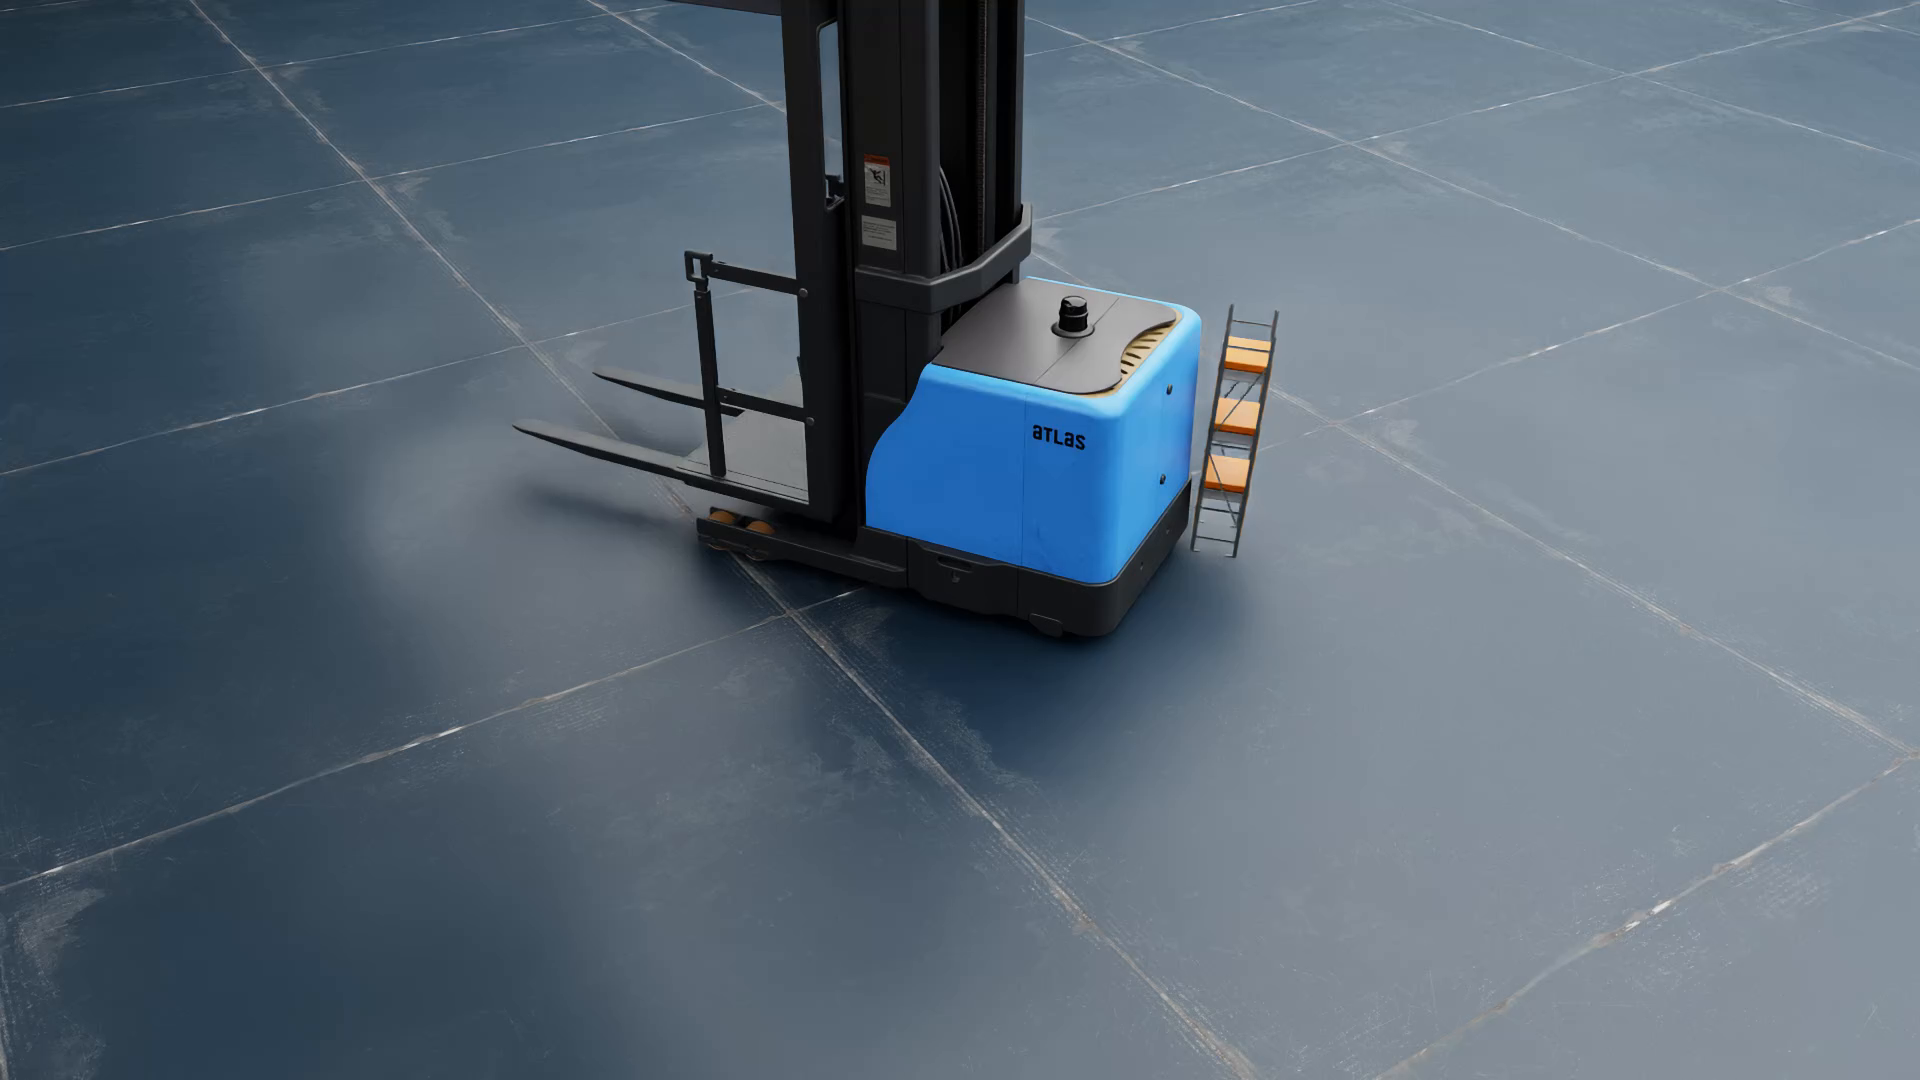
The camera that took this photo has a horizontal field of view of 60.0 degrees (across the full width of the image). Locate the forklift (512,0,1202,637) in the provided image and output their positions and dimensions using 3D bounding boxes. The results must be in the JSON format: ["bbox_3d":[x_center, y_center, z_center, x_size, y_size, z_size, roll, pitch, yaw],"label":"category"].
[{"bbox_3d":[-0.563,-1.387,6.701,3.031,2.935,1.130,15,35,22],"label":"forklift"}]

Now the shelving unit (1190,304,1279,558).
[{"bbox_3d":[1.143,-0.444,6.958,0.215,1.050,0.252,9,33,8],"label":"shelving unit"}]

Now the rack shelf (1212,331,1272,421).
[{"bbox_3d":[1.160,-0.673,6.809,0.215,0.259,0.240,9,33,8],"label":"rack shelf"}]

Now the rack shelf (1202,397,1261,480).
[{"bbox_3d":[1.143,-0.435,6.964,0.215,0.259,0.240,9,33,8],"label":"rack shelf"}]

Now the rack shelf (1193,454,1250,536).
[{"bbox_3d":[1.125,-0.203,7.115,0.215,0.259,0.240,9,33,8],"label":"rack shelf"}]

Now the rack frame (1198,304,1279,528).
[{"bbox_3d":[1.168,-0.508,7.059,0.200,1.050,0.008,9,33,8],"label":"rack frame"}]

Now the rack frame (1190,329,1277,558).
[{"bbox_3d":[1.119,-0.380,6.857,0.200,1.050,0.008,9,33,8],"label":"rack frame"}]
